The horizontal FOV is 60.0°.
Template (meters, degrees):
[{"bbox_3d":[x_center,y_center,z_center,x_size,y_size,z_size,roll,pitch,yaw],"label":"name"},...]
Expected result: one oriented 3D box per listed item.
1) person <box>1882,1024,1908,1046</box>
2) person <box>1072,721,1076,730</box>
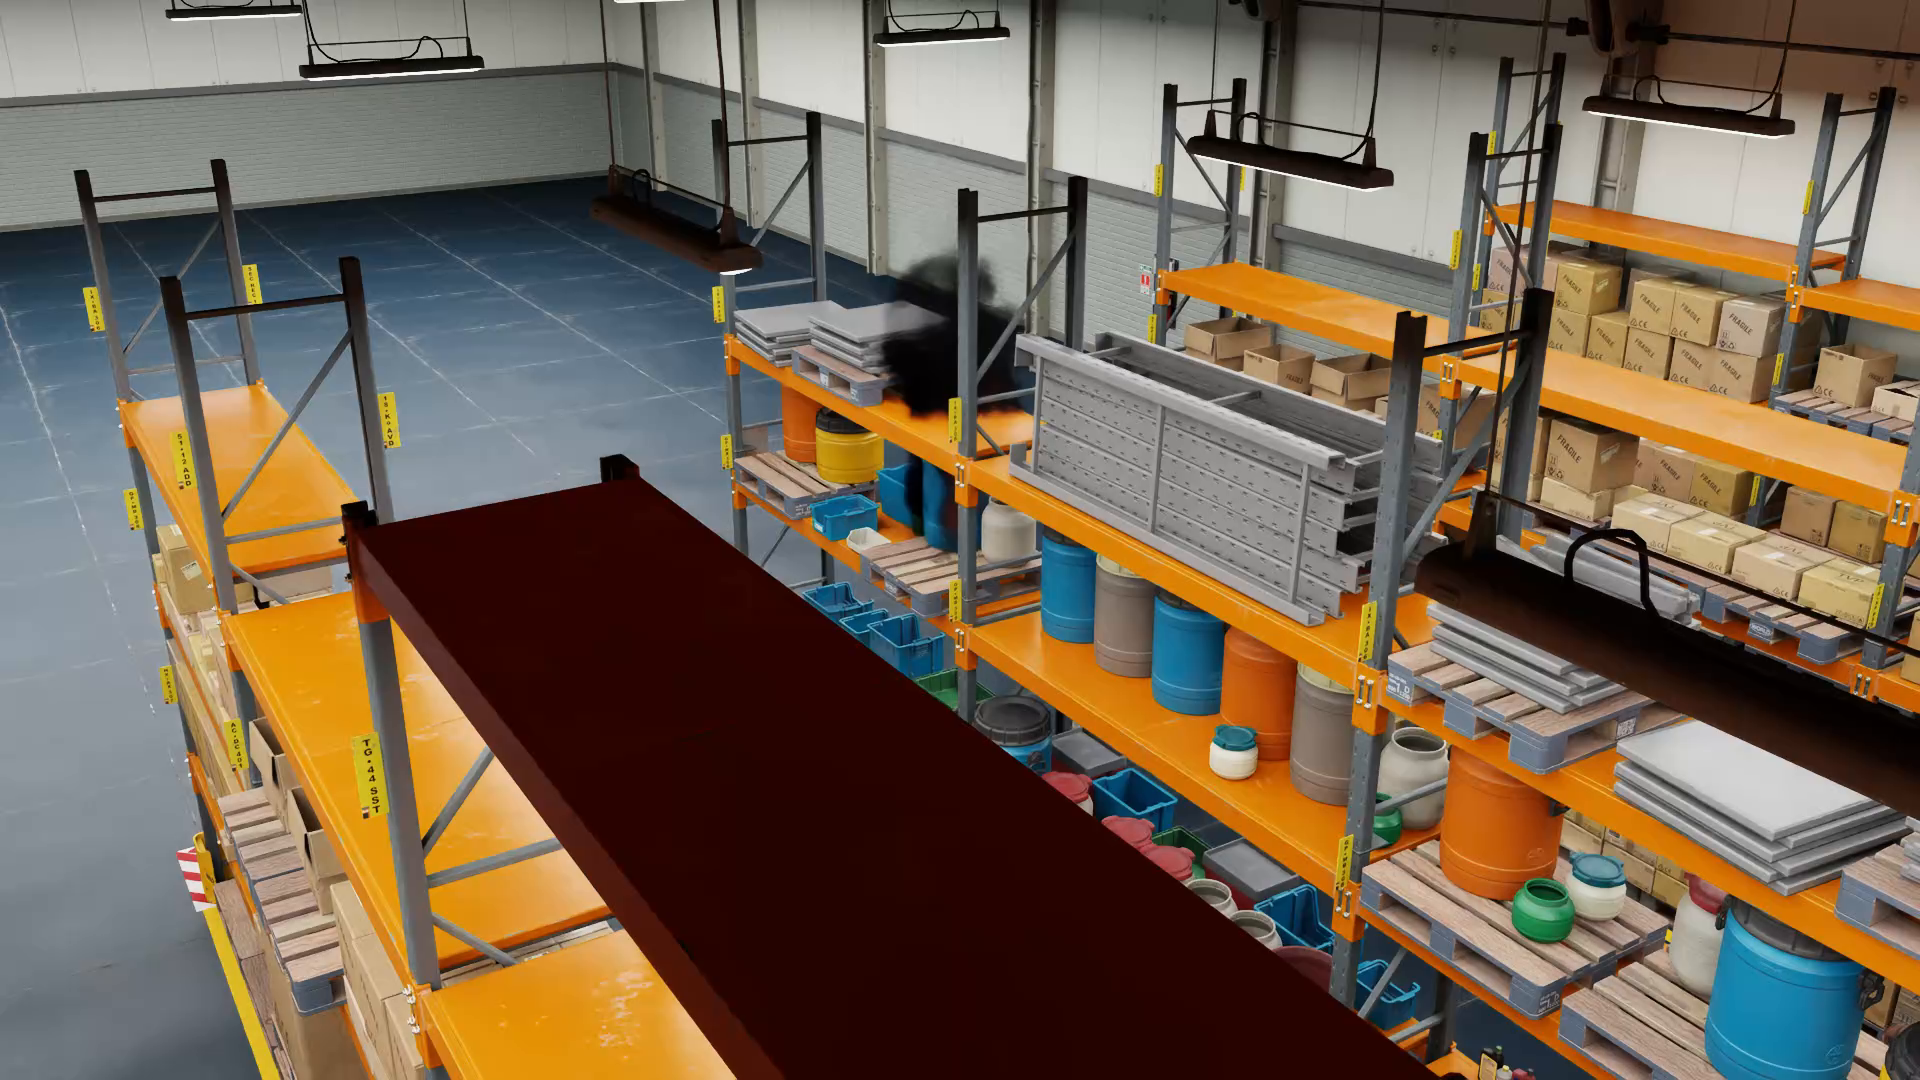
[{"bbox_3d":[5.628,3.659,10.139,0.510,1.616,0.741,-19,29,-39],"label":"person"},{"bbox_3d":[1.112,1.188,15.541,0.613,1.791,0.692,-15,26,-33],"label":"person"}]
